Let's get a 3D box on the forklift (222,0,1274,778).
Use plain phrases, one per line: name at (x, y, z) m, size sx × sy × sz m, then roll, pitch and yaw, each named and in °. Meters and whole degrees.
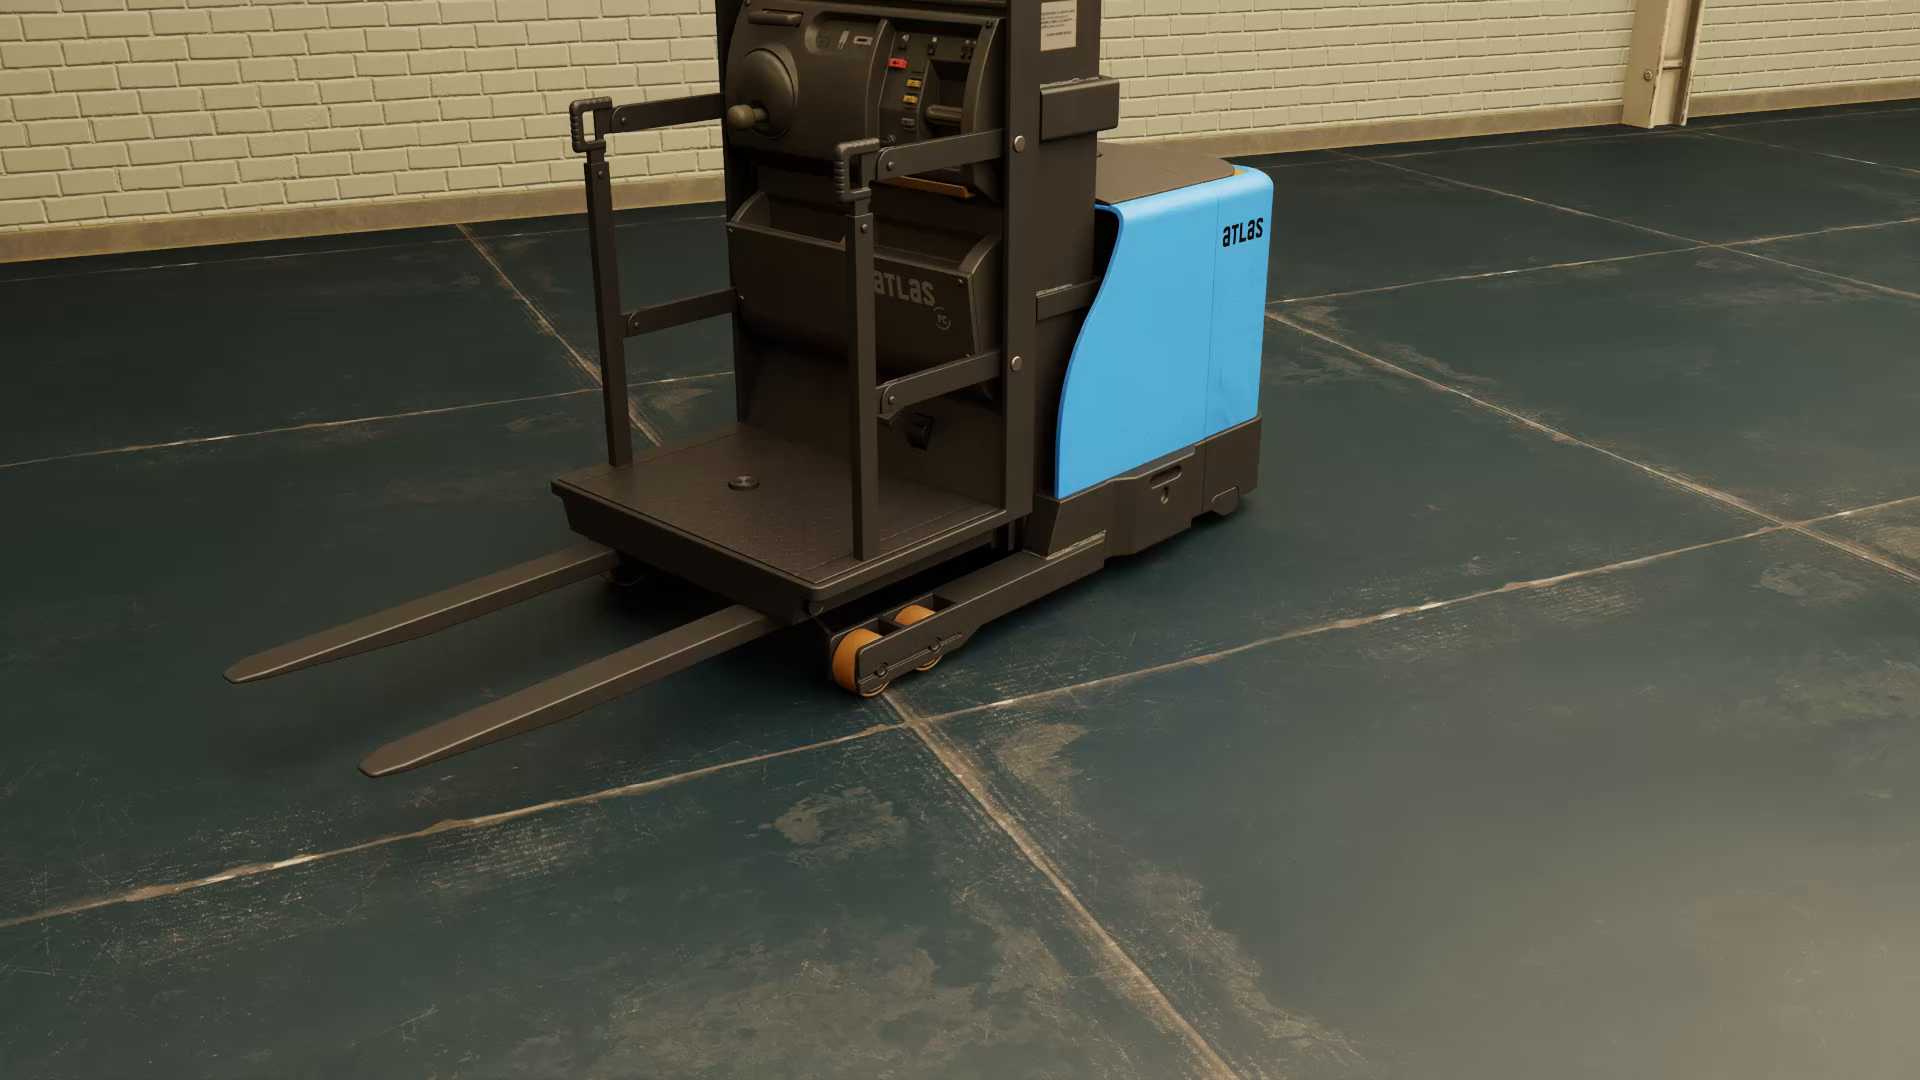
forklift at (-0.413, -1.182, 4.131) m, size 1.130 × 2.935 × 3.031 m, roll 19°, pitch 29°, yaw 39°
